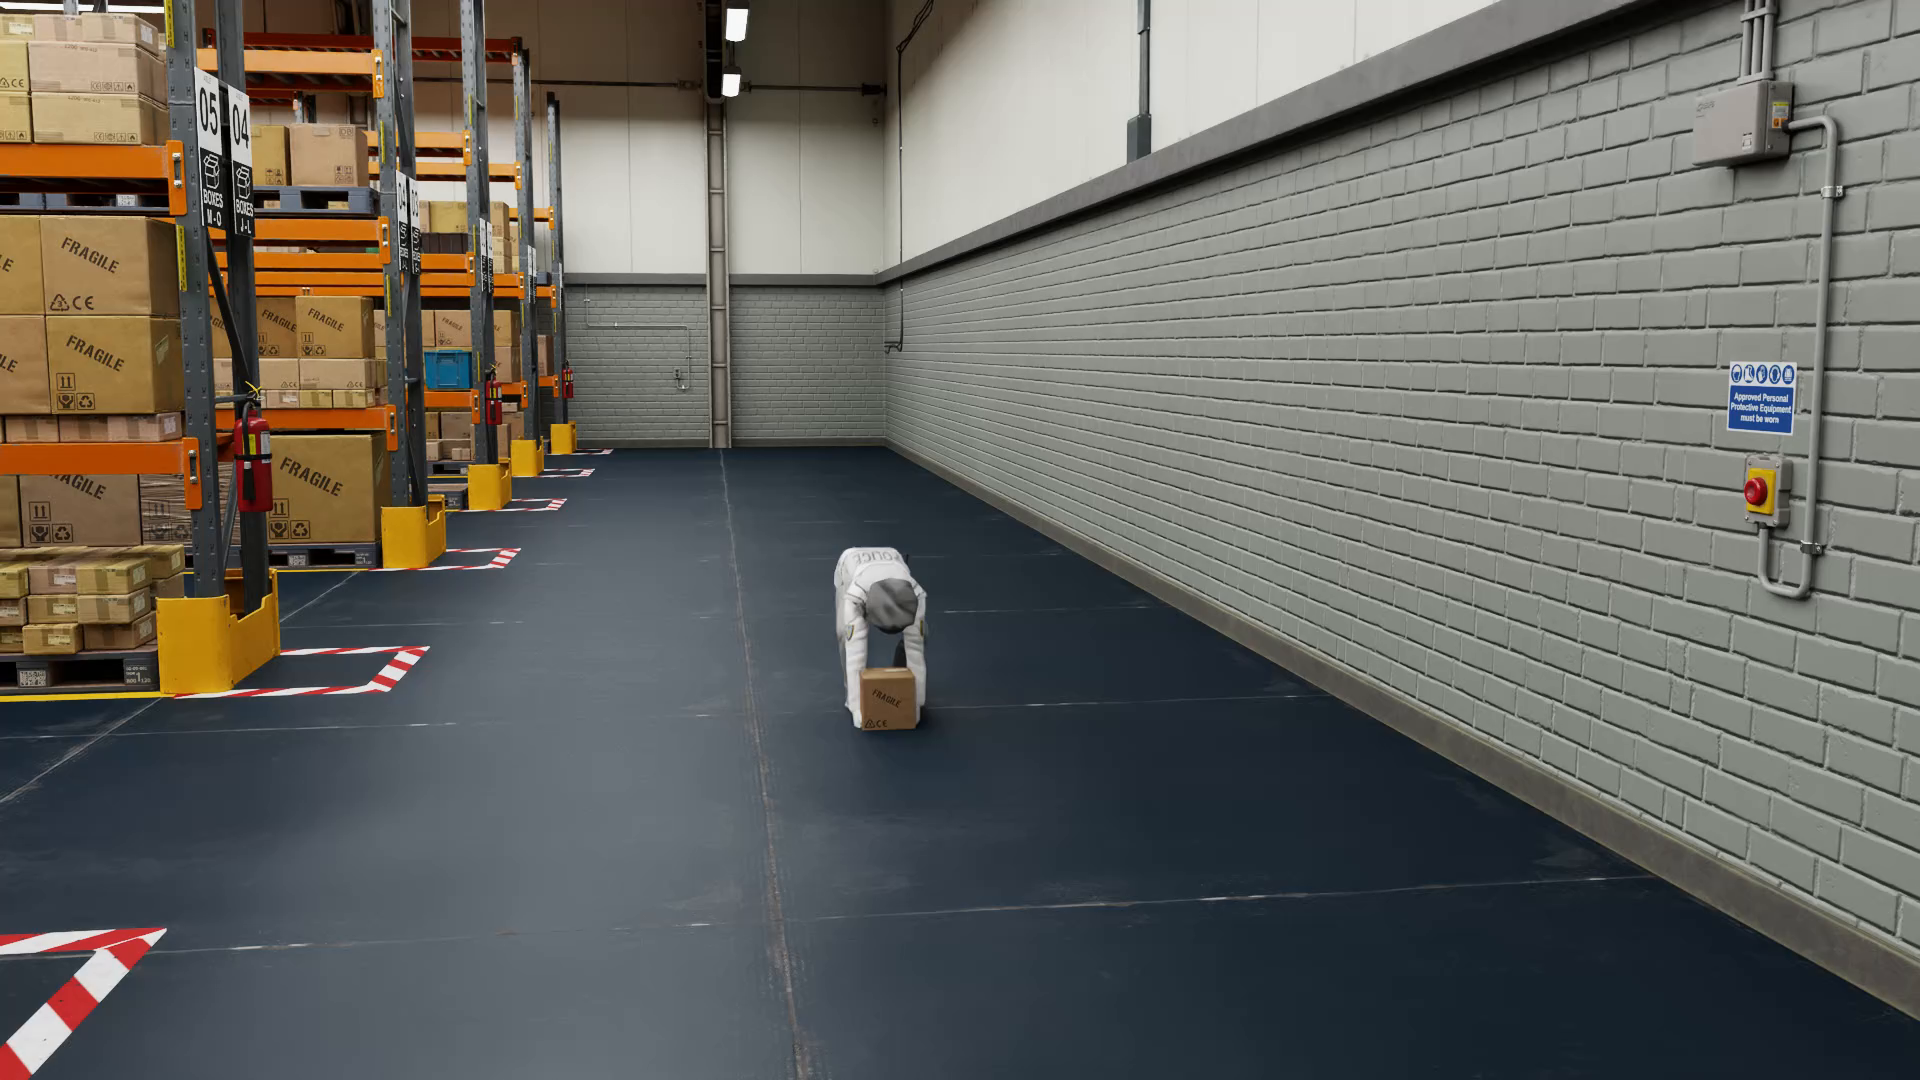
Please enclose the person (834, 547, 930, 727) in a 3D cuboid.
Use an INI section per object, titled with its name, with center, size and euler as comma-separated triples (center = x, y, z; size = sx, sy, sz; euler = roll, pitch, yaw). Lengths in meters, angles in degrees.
[person]
center = -0.382, 0.465, 8.203
size = 0.461, 0.812, 0.902
euler = -1, 7, -11
